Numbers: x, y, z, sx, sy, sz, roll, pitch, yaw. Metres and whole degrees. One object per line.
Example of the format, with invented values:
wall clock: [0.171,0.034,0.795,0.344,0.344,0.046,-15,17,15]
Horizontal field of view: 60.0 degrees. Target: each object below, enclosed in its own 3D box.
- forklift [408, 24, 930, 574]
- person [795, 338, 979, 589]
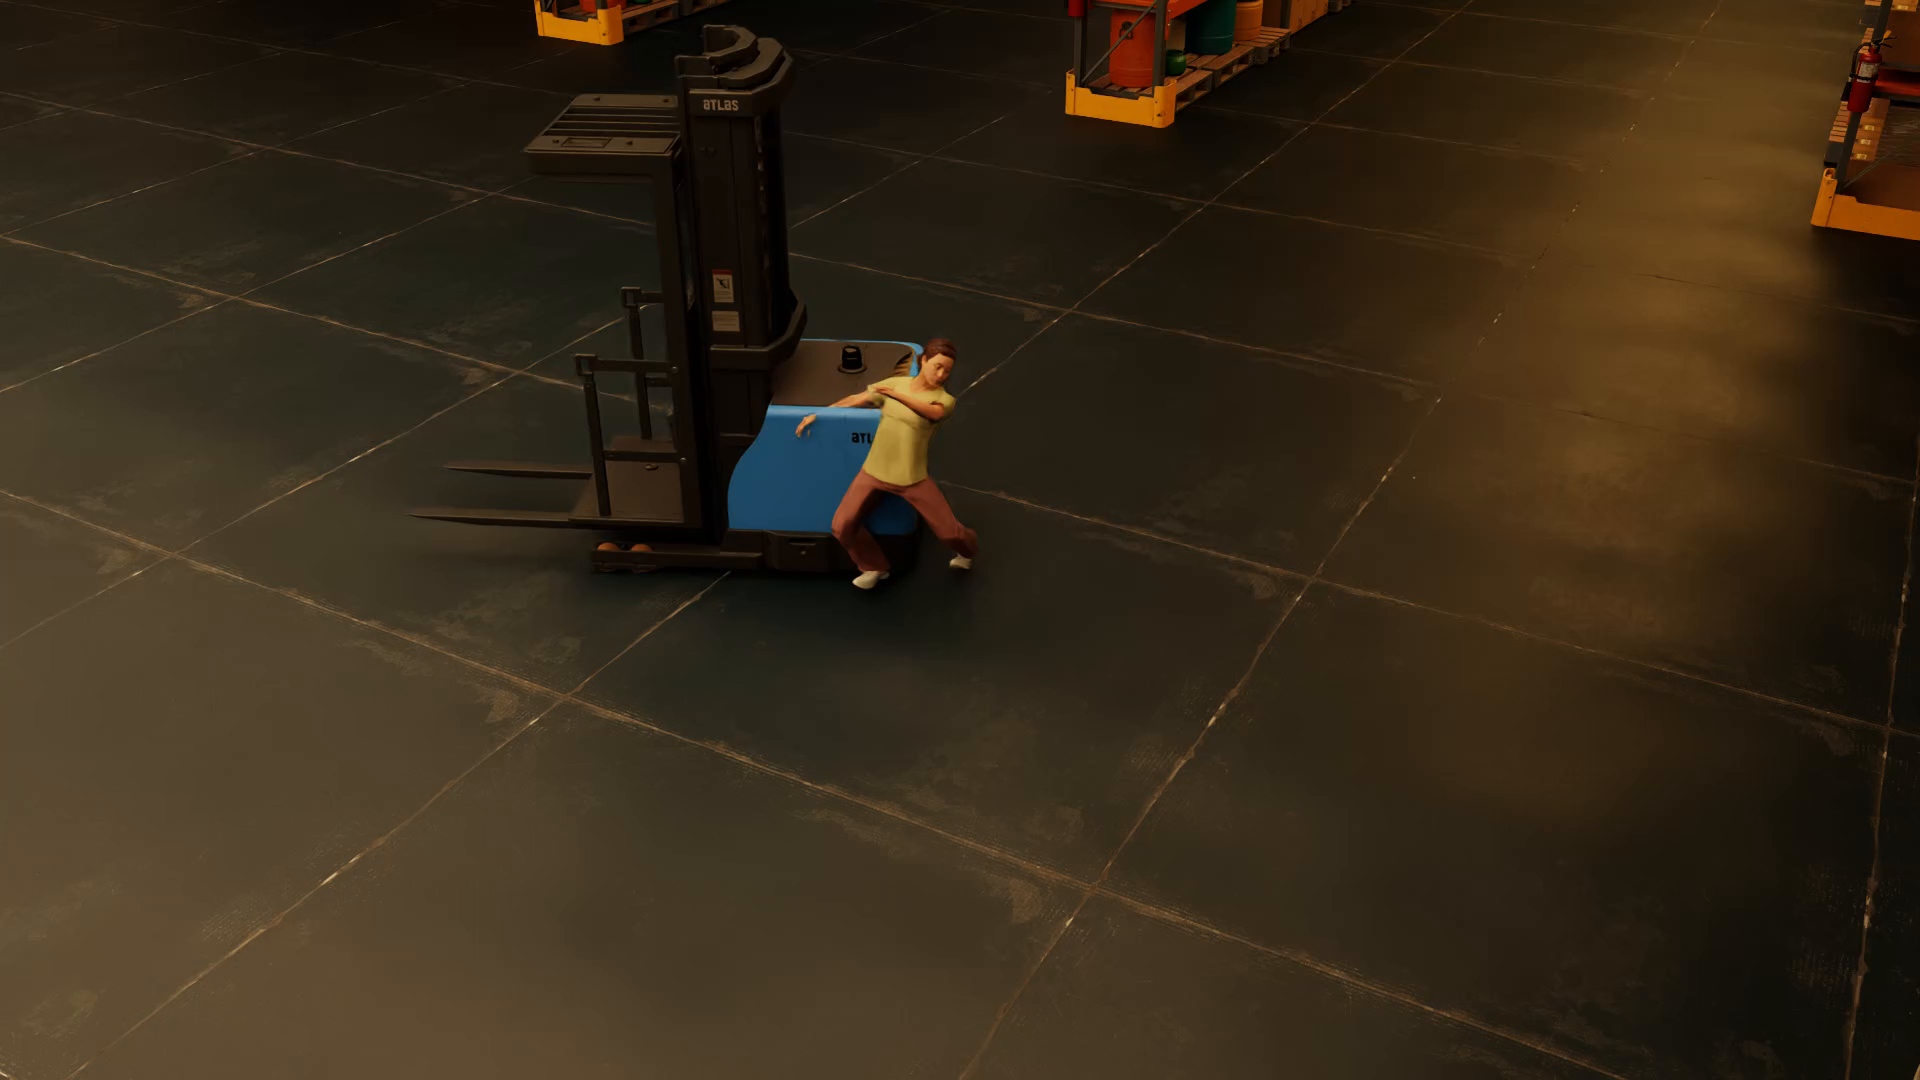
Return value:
forklift: [-1.729,-1.336,9.386,3.031,2.935,1.130,2,30,4]
person: [-0.412,-0.386,9.191,0.961,1.438,0.740,8,31,13]
